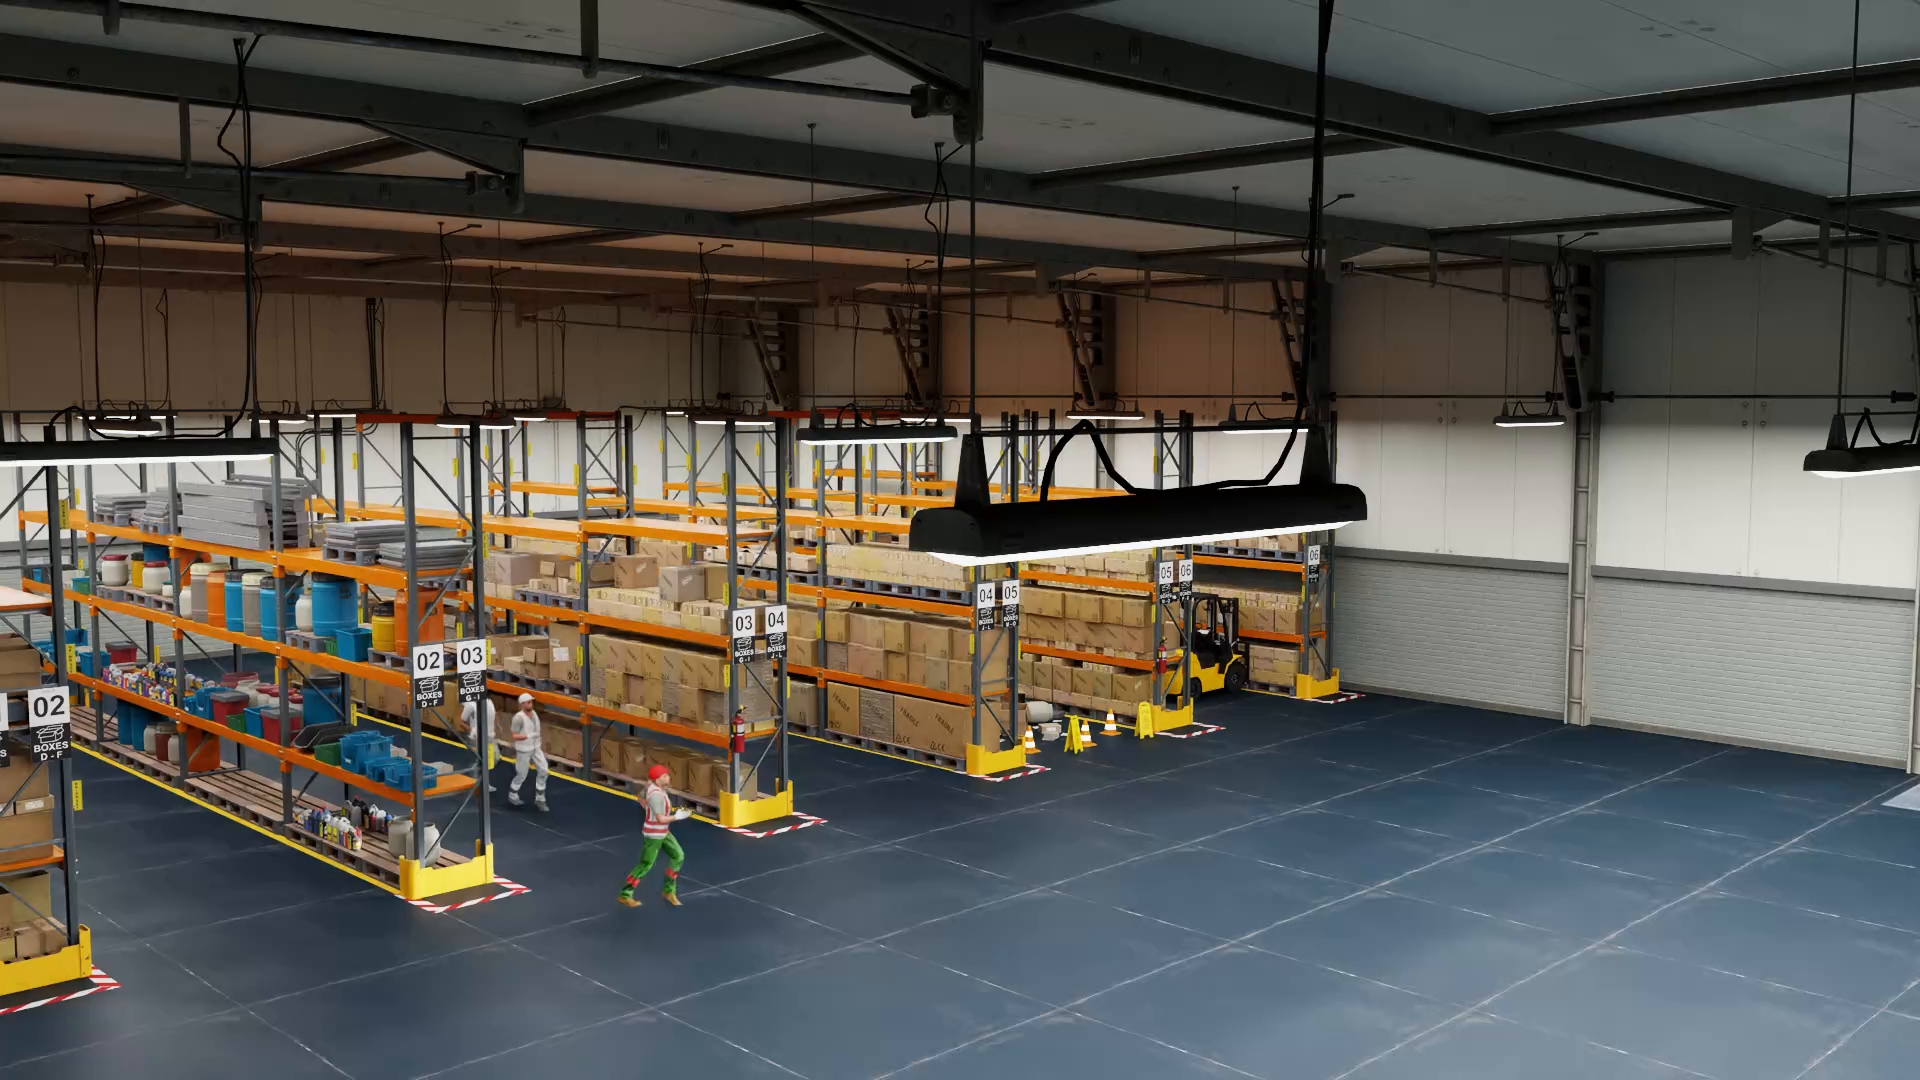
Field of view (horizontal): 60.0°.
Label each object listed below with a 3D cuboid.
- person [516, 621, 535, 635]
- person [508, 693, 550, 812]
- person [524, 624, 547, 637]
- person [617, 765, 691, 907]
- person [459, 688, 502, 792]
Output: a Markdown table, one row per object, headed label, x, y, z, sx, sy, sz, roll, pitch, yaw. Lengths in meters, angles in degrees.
| label | x | y | z | sx | sy | sz | roll | pitch | yaw |
| --- | --- | --- | --- | --- | --- | --- | --- | --- | --- |
| person | -10.800 | 1.895 | 41.124 | 0.844 | 1.856 | 0.665 | -5 | 7 | -43 |
| person | -6.592 | 3.242 | 25.335 | 0.793 | 1.848 | 0.633 | 3 | 6 | 33 |
| person | -10.445 | 1.962 | 41.001 | 0.656 | 1.694 | 0.624 | 1 | 5 | 15 |
| person | -3.765 | 3.660 | 20.506 | 0.912 | 1.820 | 0.673 | 0 | 5 | -4 |
| person | -7.675 | 3.154 | 26.625 | 0.667 | 1.735 | 0.685 | 3 | 6 | 33 |
